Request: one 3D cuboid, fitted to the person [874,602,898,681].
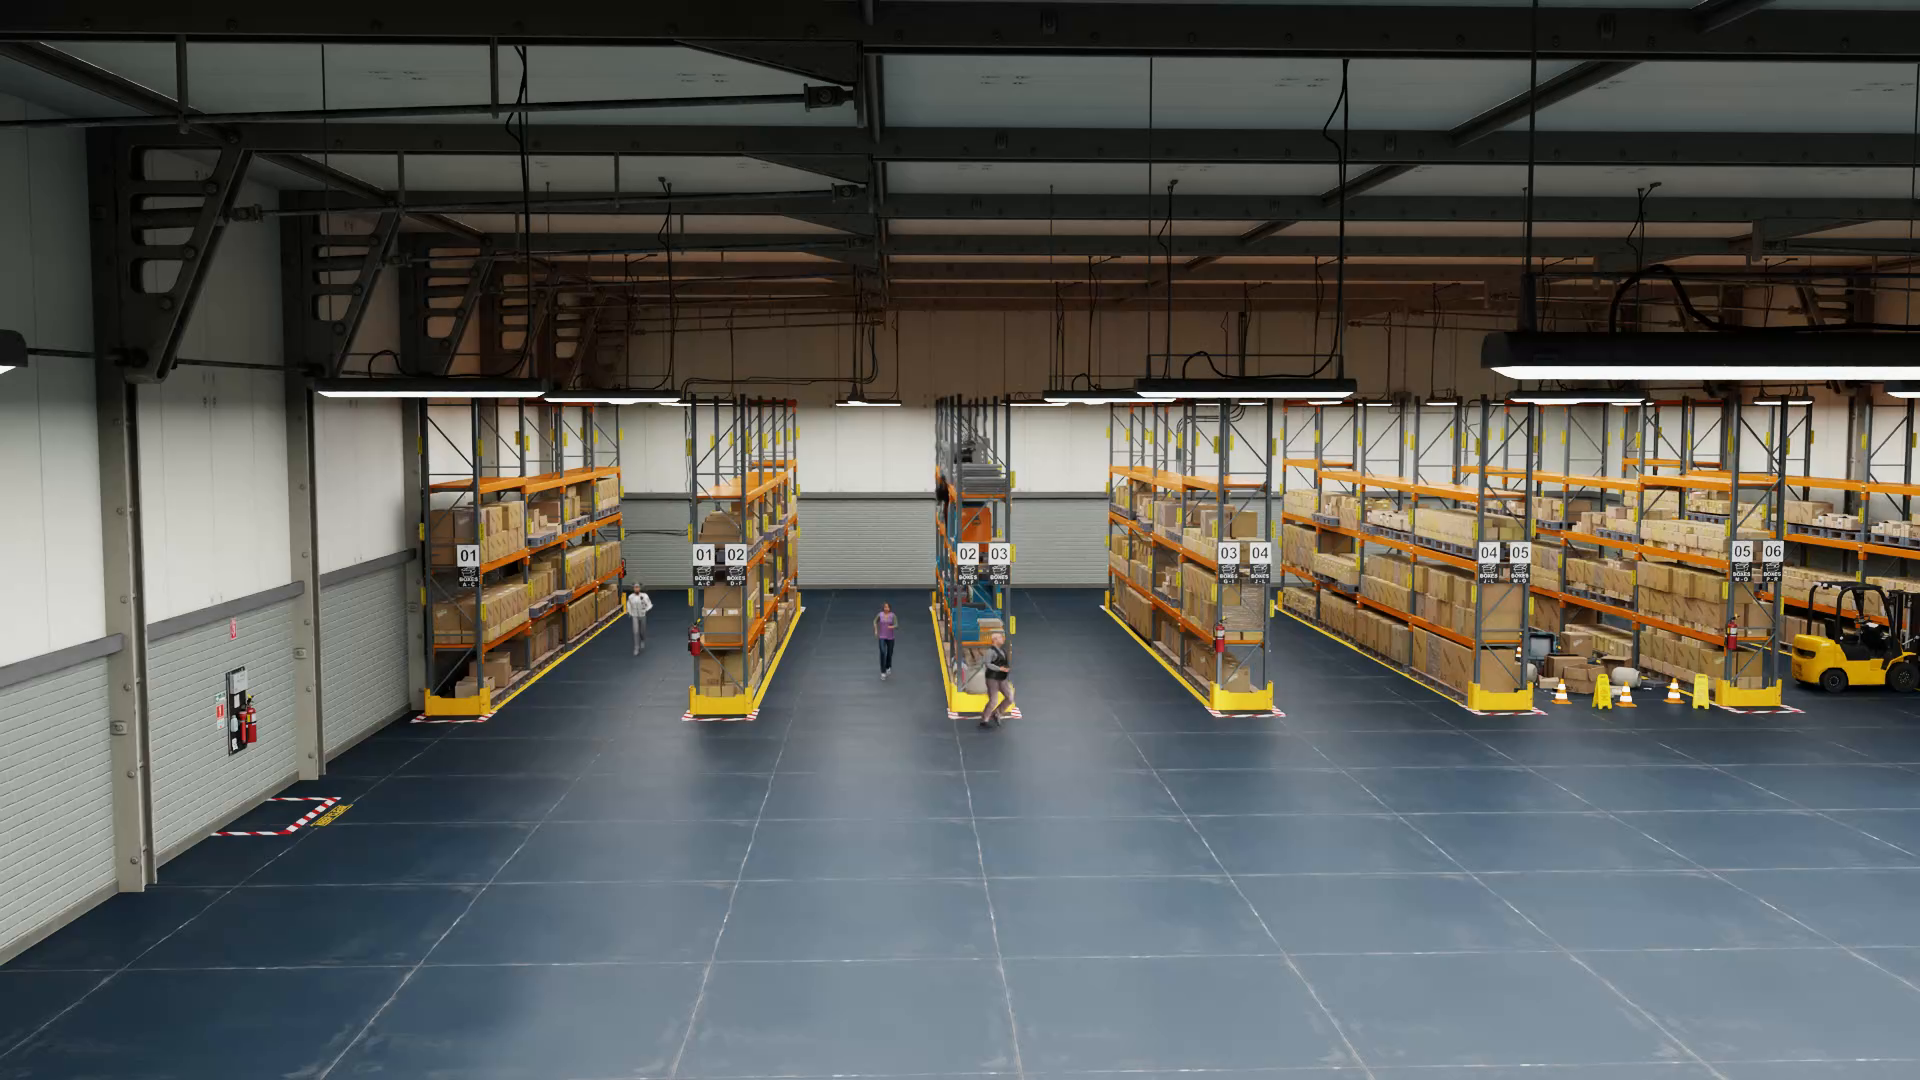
[{"bbox_3d":[-1.570,2.136,35.398,0.510,1.627,0.733,-1,5,-6],"label":"person"}]

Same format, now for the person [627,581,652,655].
[{"bbox_3d":[-7.483,1.799,38.819,0.610,1.694,0.823,0,5,-3],"label":"person"}]

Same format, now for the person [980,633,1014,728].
[{"bbox_3d":[0.689,2.525,29.849,0.634,1.714,0.662,3,5,34],"label":"person"}]

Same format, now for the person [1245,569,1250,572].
[{"bbox_3d":[8.009,1.216,46.150,0.661,1.811,0.755,0,4,2],"label":"person"}]
